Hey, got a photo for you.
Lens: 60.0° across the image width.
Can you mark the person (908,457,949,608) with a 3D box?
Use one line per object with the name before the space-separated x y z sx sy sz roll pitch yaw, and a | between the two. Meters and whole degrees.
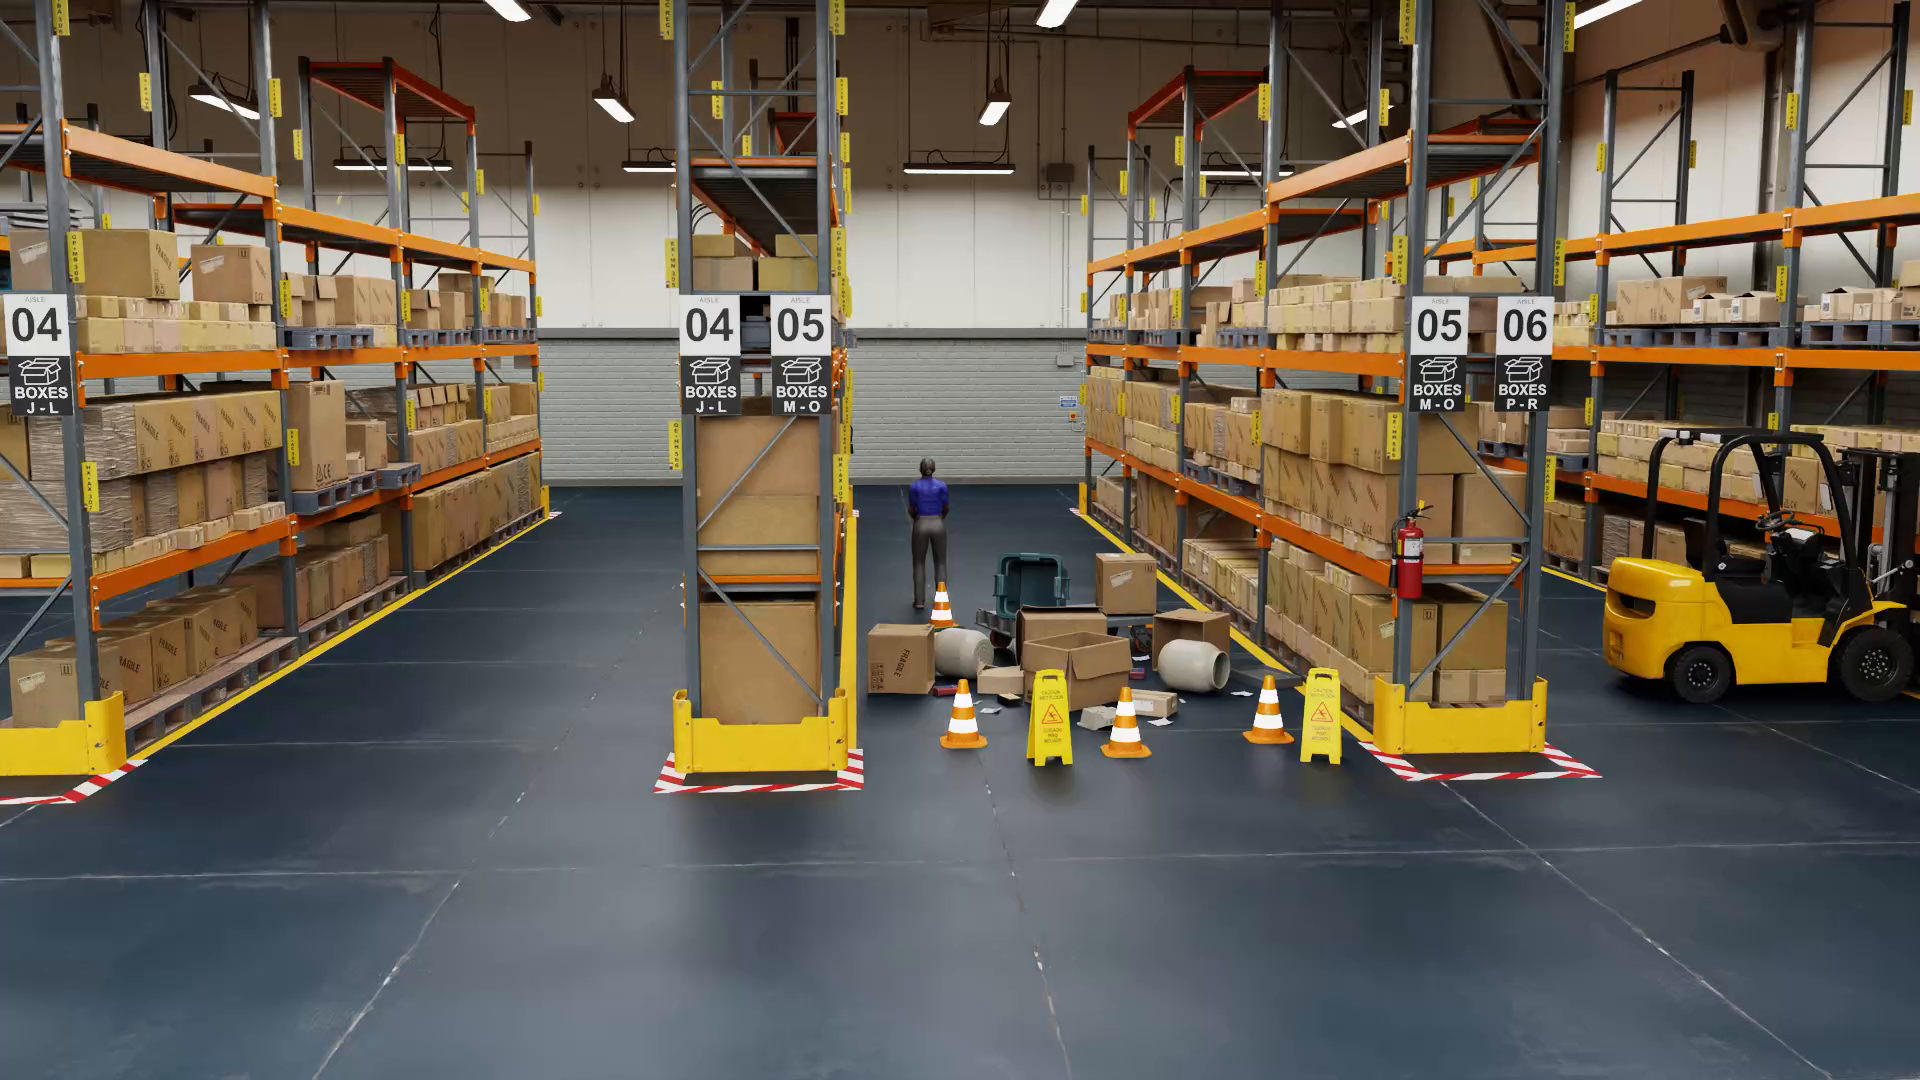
person | -0.340 -0.093 18.065 0.448 1.646 0.514 0 7 -4
